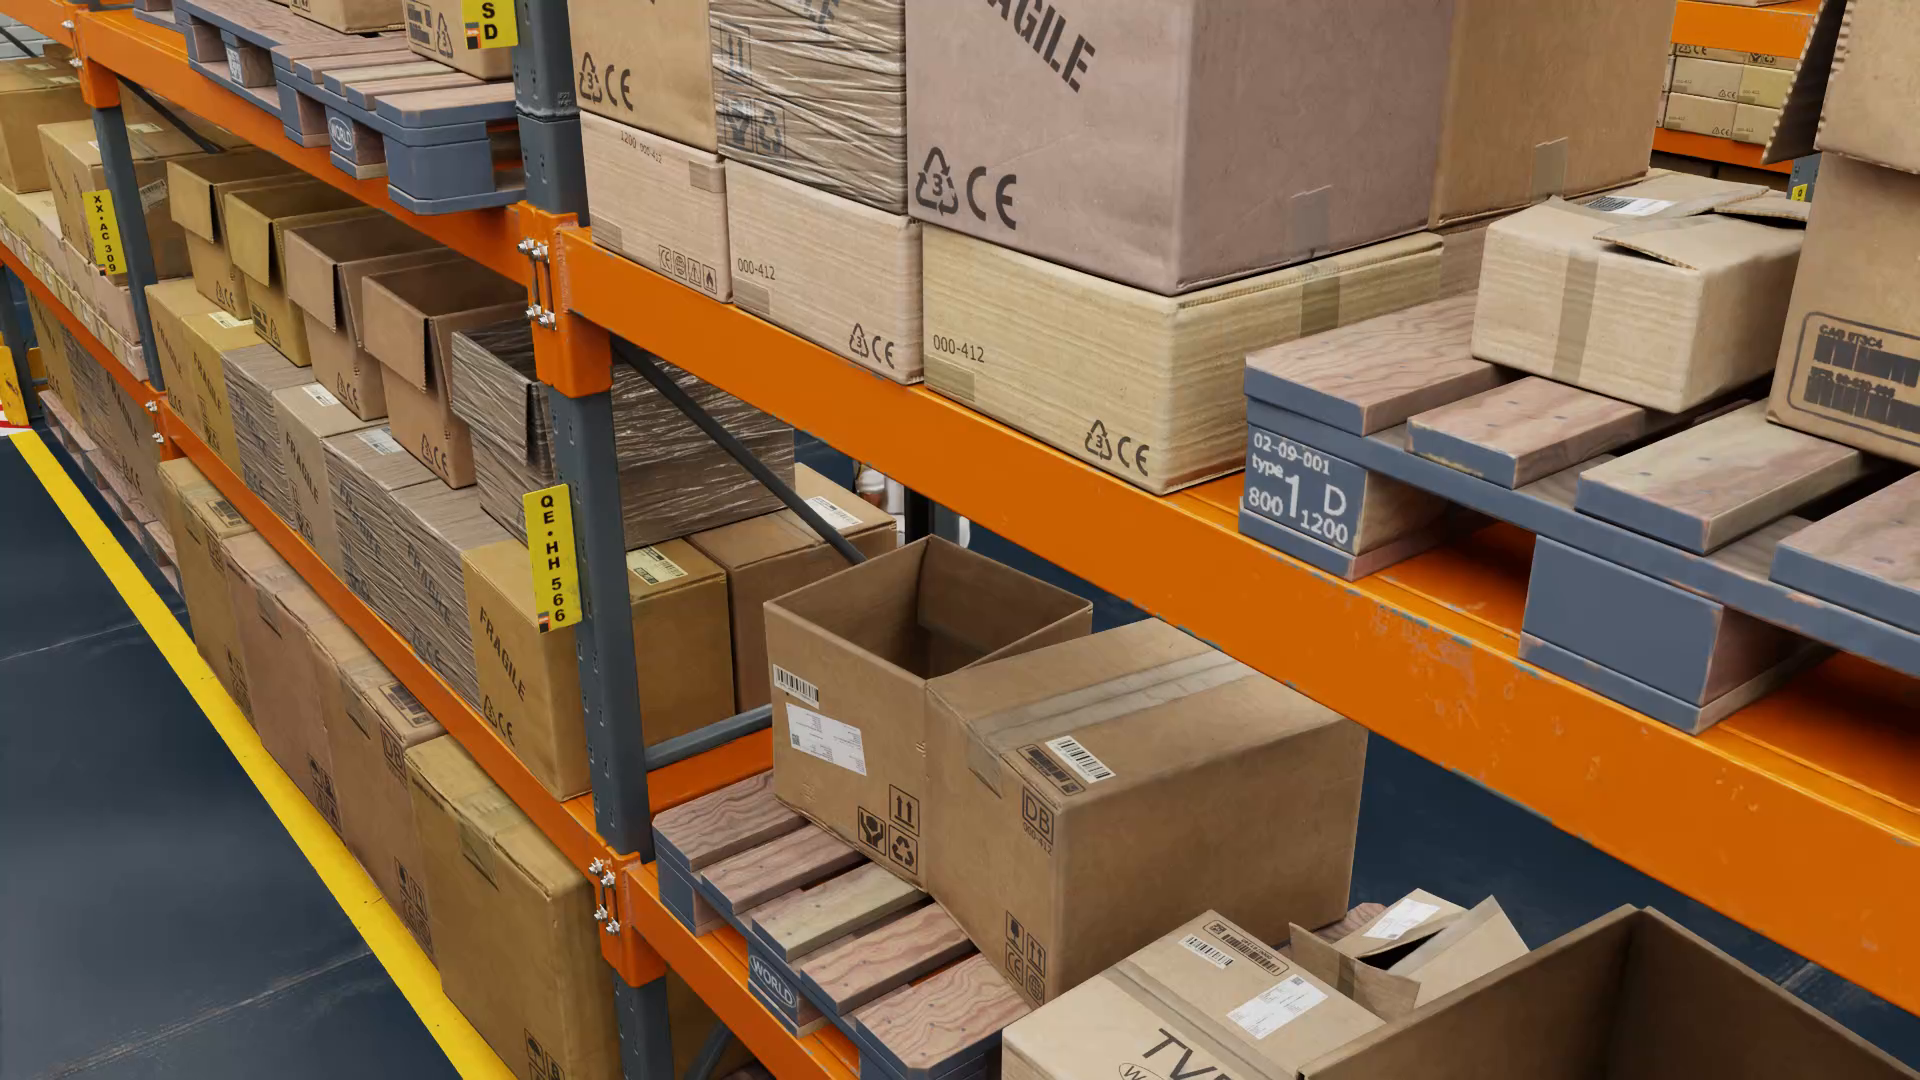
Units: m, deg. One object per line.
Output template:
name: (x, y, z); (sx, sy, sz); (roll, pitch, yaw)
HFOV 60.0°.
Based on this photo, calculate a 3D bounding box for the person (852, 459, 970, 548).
person: (-0.207, 0.015, 6.567); (0.545, 1.666, 0.471); (-18, 31, -34)
